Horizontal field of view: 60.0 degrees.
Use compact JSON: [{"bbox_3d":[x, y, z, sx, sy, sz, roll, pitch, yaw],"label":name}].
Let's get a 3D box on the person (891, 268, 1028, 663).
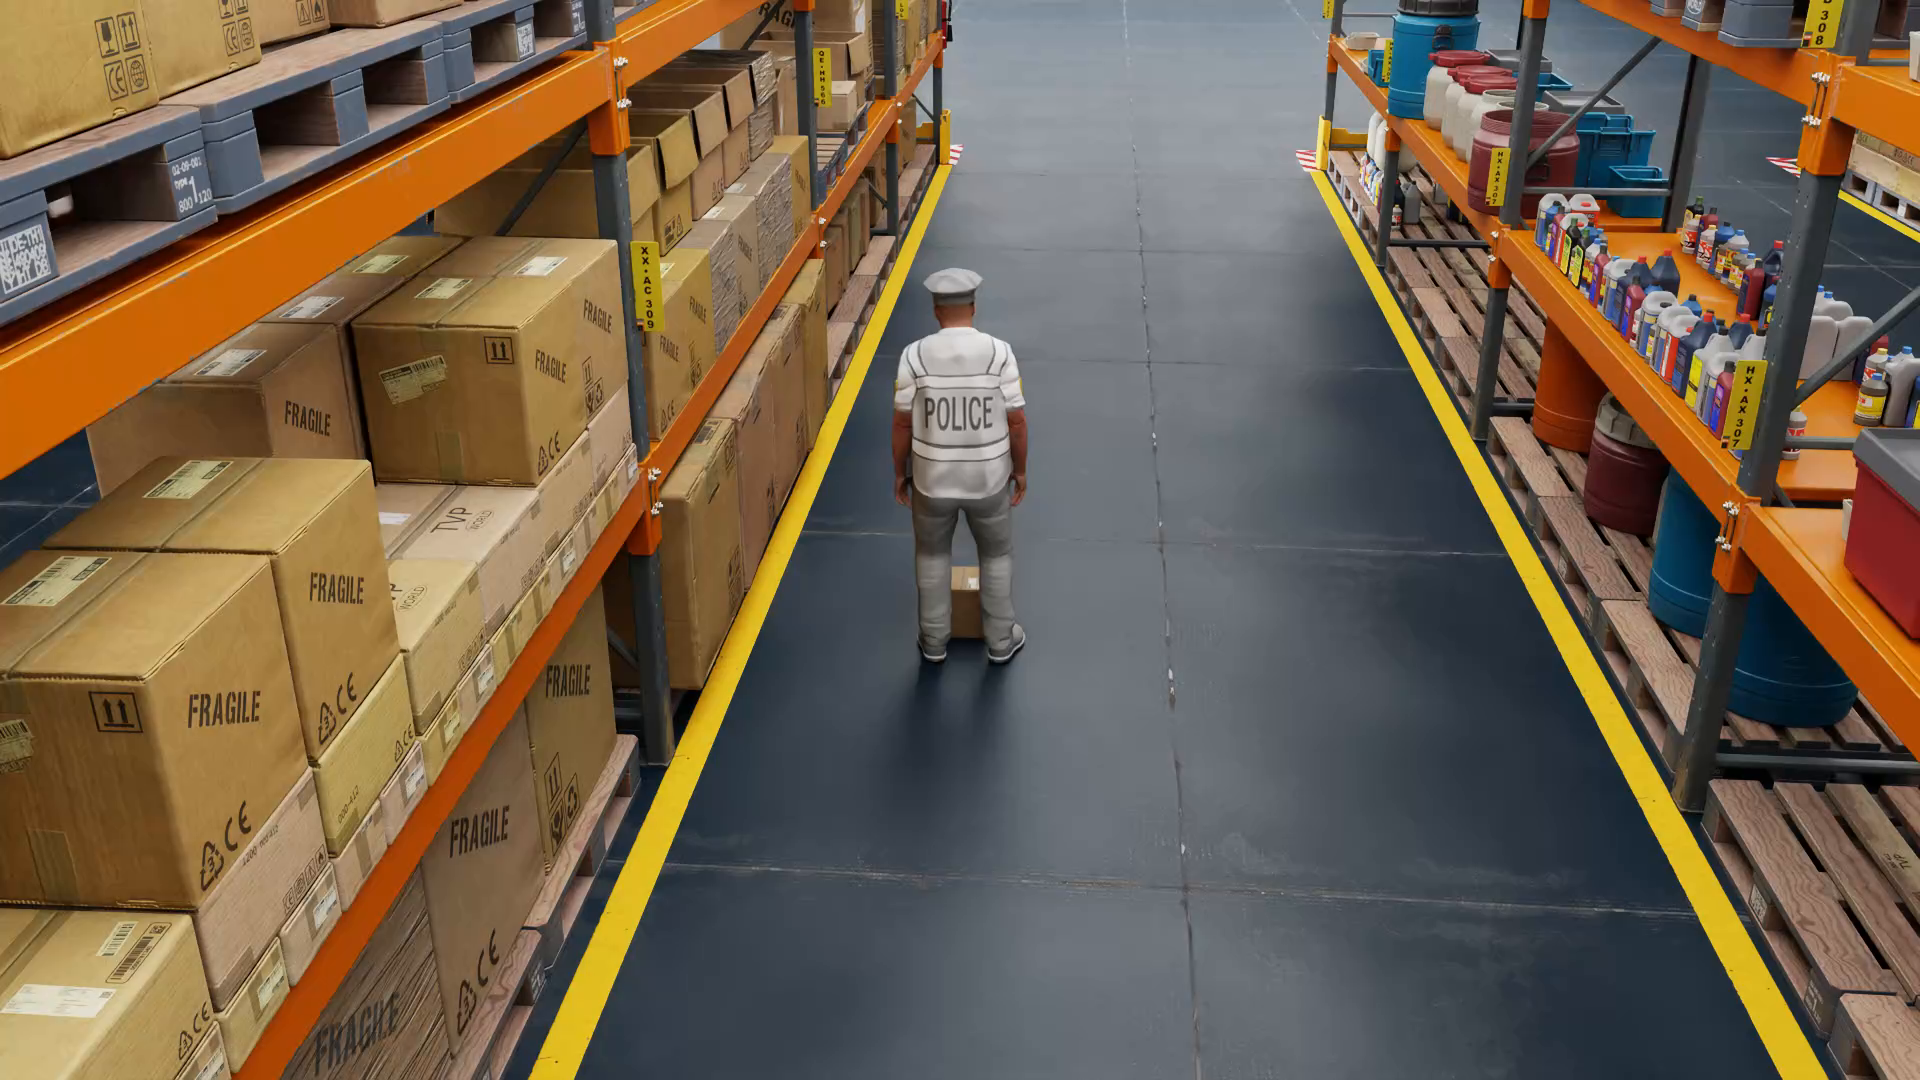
[{"bbox_3d":[0.003,-0.279,7.212,0.592,1.746,0.443,0,24,1],"label":"person"}]
